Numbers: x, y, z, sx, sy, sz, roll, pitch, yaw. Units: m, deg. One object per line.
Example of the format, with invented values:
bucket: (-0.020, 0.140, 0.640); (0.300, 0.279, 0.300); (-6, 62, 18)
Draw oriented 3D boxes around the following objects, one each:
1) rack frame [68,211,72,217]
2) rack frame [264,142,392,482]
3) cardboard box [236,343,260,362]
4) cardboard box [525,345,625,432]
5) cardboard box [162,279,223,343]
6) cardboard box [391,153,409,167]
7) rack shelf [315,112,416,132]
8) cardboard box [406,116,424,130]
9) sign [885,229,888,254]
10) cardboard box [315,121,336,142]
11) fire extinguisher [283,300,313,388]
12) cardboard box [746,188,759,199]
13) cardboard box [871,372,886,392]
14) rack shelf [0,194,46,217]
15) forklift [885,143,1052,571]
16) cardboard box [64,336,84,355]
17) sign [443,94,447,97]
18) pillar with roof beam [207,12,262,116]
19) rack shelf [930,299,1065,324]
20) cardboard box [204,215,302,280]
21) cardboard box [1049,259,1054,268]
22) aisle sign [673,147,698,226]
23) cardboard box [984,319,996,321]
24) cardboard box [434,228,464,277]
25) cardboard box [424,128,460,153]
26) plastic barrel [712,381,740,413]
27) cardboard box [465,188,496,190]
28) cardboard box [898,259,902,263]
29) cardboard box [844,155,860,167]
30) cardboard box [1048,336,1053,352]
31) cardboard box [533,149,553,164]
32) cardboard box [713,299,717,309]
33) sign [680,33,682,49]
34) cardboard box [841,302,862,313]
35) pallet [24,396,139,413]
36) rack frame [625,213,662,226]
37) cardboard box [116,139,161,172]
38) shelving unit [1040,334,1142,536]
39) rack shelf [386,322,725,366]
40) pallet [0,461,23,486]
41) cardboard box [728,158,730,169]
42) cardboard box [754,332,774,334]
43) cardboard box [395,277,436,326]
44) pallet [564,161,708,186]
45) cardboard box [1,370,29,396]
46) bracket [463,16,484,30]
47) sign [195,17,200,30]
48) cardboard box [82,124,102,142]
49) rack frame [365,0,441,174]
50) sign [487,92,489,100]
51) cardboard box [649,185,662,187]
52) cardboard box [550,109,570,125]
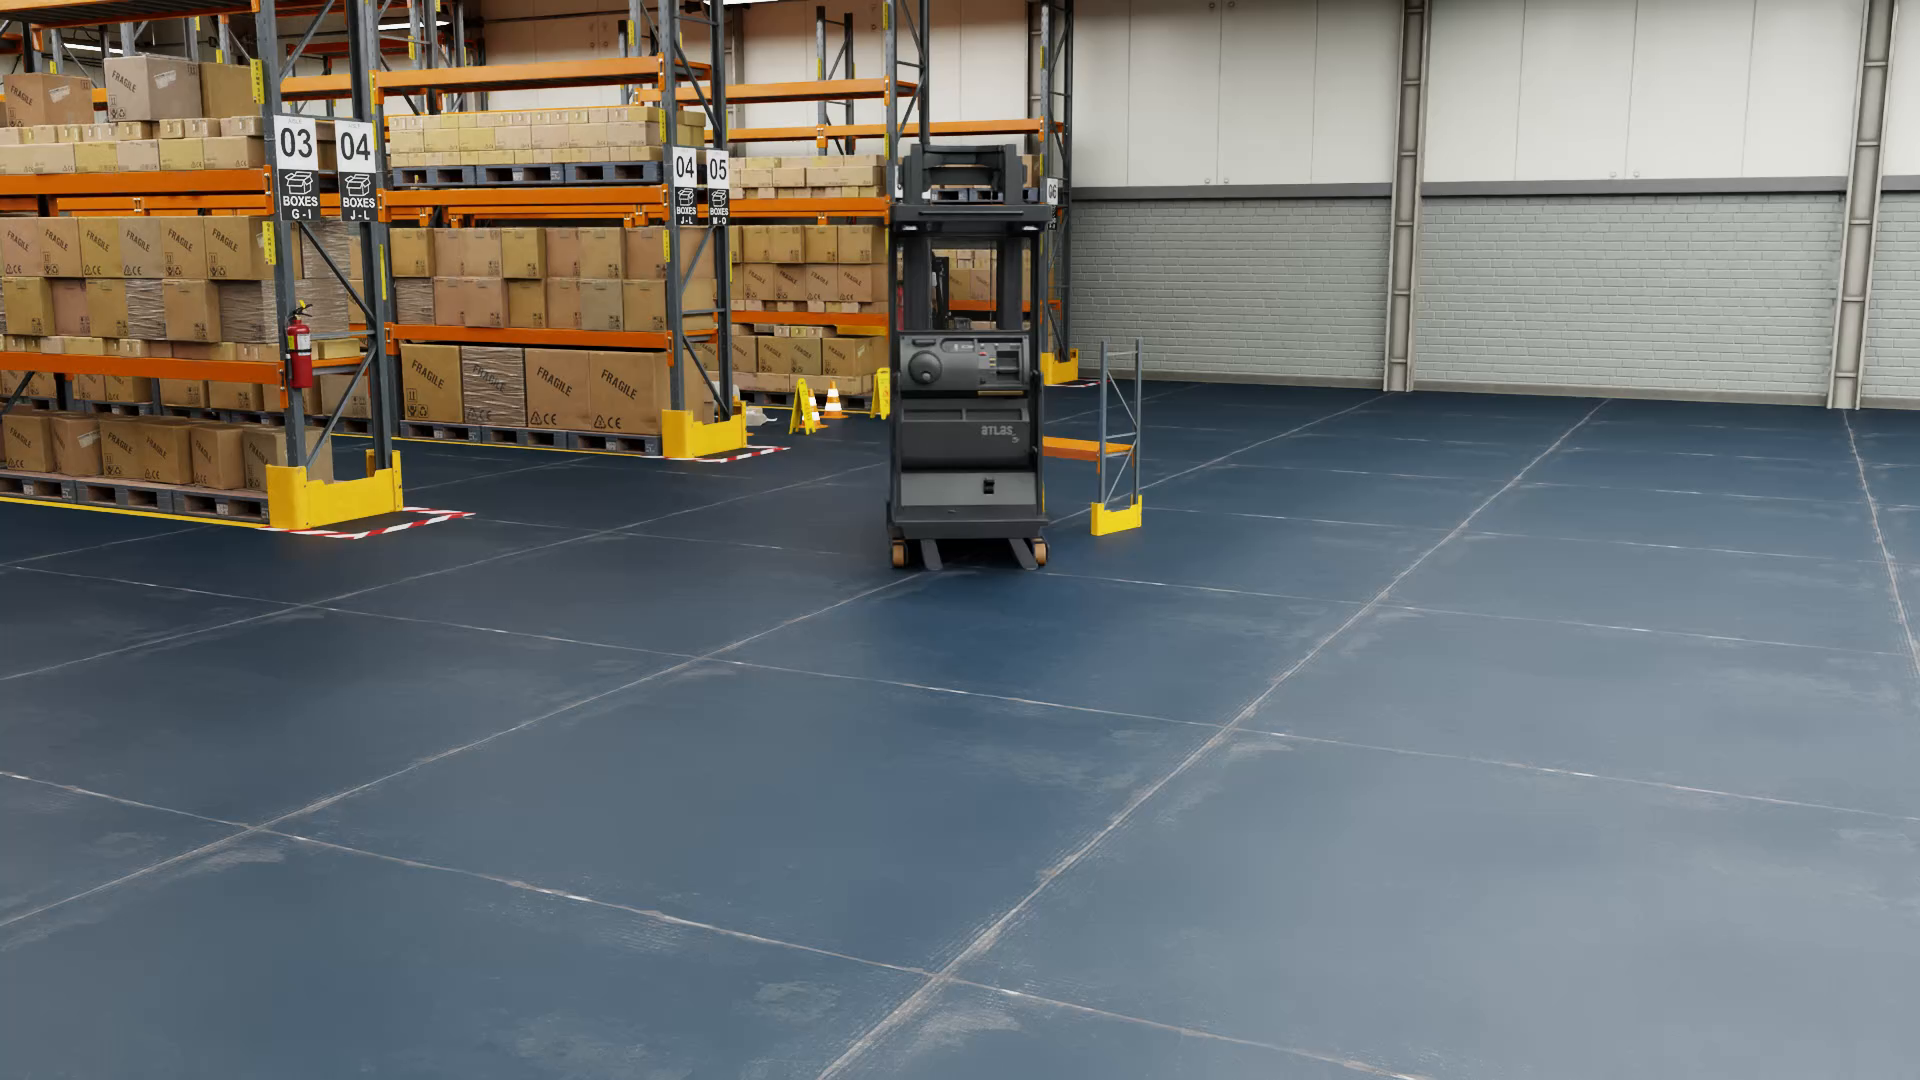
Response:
rack frame: (-15.025, -4.495, 29.143); (0.127, 3.000, 1.000); (5, 11, 26)
rack frame: (-5.061, -1.651, 13.432); (0.127, 3.000, 1.000); (5, 11, 26)
cardboard box: (-5.632, -1.537, 13.506); (0.250, 0.149, 0.380); (5, 11, 26)
cardboard box: (-4.204, -1.709, 18.535); (0.875, 0.875, 0.875); (5, 11, 25)
cardboard box: (-6.044, -1.915, 13.772); (0.500, 0.500, 0.875); (5, 11, 26)
cardboard box: (-6.187, -4.276, 18.757); (0.250, 0.149, 0.380); (5, 11, 25)
rack shelf: (-9.644, -6.423, 26.096); (4.000, 0.370, 1.077); (5, 11, 26)
cardboard box: (-5.958, -4.648, 18.576); (0.250, 0.149, 0.380); (5, 11, 25)
sign: (-0.940, -3.872, 21.565); (0.005, 0.325, 0.100); (5, 11, 26)
cardboard box: (-5.206, -3.308, 13.467); (0.250, 0.149, 0.380); (5, 11, 25)
fire extinguisher: (-5.163, -1.531, 12.982); (0.183, 0.674, 0.296); (5, 11, 26)
cardboard box: (-2.708, -4.716, 22.648); (0.250, 0.149, 0.380); (5, 11, 26)
cardboard box: (-1.278, -2.195, 22.980); (0.500, 0.250, 0.500); (5, 11, 25)
rack shelf: (-10.442, -3.246, 15.841); (4.000, 0.370, 1.077); (5, 11, 26)
forklift: (0.048, -1.306, 11.718); (1.130, 2.935, 3.031); (-1, 10, -4)
cardboard box: (-7.457, -1.683, 14.314); (0.250, 0.149, 0.380); (5, 11, 26)
sign: (-9.502, -8.338, 30.688); (0.005, 0.325, 0.100); (5, 11, 26)
pillar with roof beam: (-16.756, -7.909, 31.161); (0.548, 9.000, 9.100); (5, 11, 26)
rack shelf: (-0.277, -3.831, 27.494); (4.000, 0.370, 1.077); (5, 11, 26)
cardboard box: (-5.664, -2.343, 13.329); (0.500, 0.500, 0.500); (5, 11, 26)
cardboard box: (1.327, -4.464, 26.869); (0.250, 0.149, 0.380); (5, 11, 24)
aisle sign: (-2.845, -3.661, 17.238); (0.004, 0.787, 0.394); (5, 11, 26)
cardboard box: (0.719, -3.480, 27.268); (0.500, 0.250, 0.500); (5, 11, 26)
cardboard box: (-5.503, -3.297, 19.069); (0.550, 0.550, 0.875); (5, 11, 26)
cardboard box: (-5.595, -4.432, 18.502); (0.500, 0.250, 0.500); (5, 11, 25)
plastic barrel: (-3.199, -1.887, 21.970); (0.512, 0.421, 0.421); (-4, 11, -23)
cardboard box: (-7.005, -5.313, 24.963); (0.500, 0.500, 0.700); (5, 11, 26)
cardboard box: (-0.999, -4.555, 27.374); (0.250, 0.149, 0.380); (5, 11, 25)
cardboard box: (-1.325, -4.985, 21.894); (0.250, 0.149, 0.380); (5, 12, 27)
cardboard box: (1.187, -3.197, 27.110); (0.500, 0.250, 0.500); (5, 12, 27)
cardboard box: (-4.363, -4.116, 17.873); (0.250, 0.149, 0.380); (5, 11, 26)
cardboard box: (-3.416, -3.297, 23.229); (0.250, 0.149, 0.380); (5, 12, 28)
sign: (-4.007, -7.085, 23.765); (0.005, 0.325, 0.100); (5, 11, 26)
cardboard box: (-1.383, -3.108, 22.186); (0.250, 0.149, 0.380); (5, 11, 25)
pallet: (-11.741, -1.852, 22.370); (1.213, 0.211, 1.003); (5, 11, 26)
rack frame: (-5.658, -4.658, 30.042); (0.127, 3.000, 1.000); (5, 11, 26)
cardboard box: (-6.511, -3.132, 13.609); (0.500, 0.250, 0.500); (5, 12, 27)
shelving unit: (0.864, -0.874, 13.348); (1.083, 1.500, 0.587); (9, 14, 41)
rack shelf: (-4.570, -2.239, 18.700); (4.000, 0.370, 1.077); (5, 11, 26)
pallet: (-9.347, -0.656, 15.760); (1.213, 0.211, 1.003); (5, 11, 26)
cardboard box: (-3.178, -5.143, 22.766); (0.250, 0.149, 0.380); (5, 11, 24)
cardboard box: (-2.699, -2.688, 23.597); (0.500, 0.500, 0.500); (6, 12, 29)
cardboard box: (-6.027, -2.797, 19.343); (0.550, 0.550, 0.875); (5, 11, 26)
pallet: (-3.446, -3.925, 17.819); (1.213, 0.211, 1.003); (5, 11, 26)
cardboard box: (-12.517, -2.216, 22.390); (0.500, 0.500, 0.500); (6, 12, 28)
bracket: (-9.255, -9.805, 31.533); (0.430, 0.232, 0.235); (5, 11, 26)
sign: (-9.708, -6.644, 21.108); (0.005, 0.325, 0.100); (5, 11, 26)
cardboard box: (-7.061, -3.379, 13.854); (0.250, 0.149, 0.380); (5, 12, 27)
rack frame: (-6.363, -5.703, 18.972); (0.127, 3.000, 1.000); (5, 11, 26)
sign: (-9.005, -8.551, 31.644); (0.005, 0.325, 0.100); (5, 11, 26)
cardboard box: (-3.990, -5.019, 23.205); (0.500, 0.250, 0.500); (5, 11, 25)
cardboard box: (-4.138, -4.489, 17.693); (0.250, 0.149, 0.380); (5, 11, 26)
